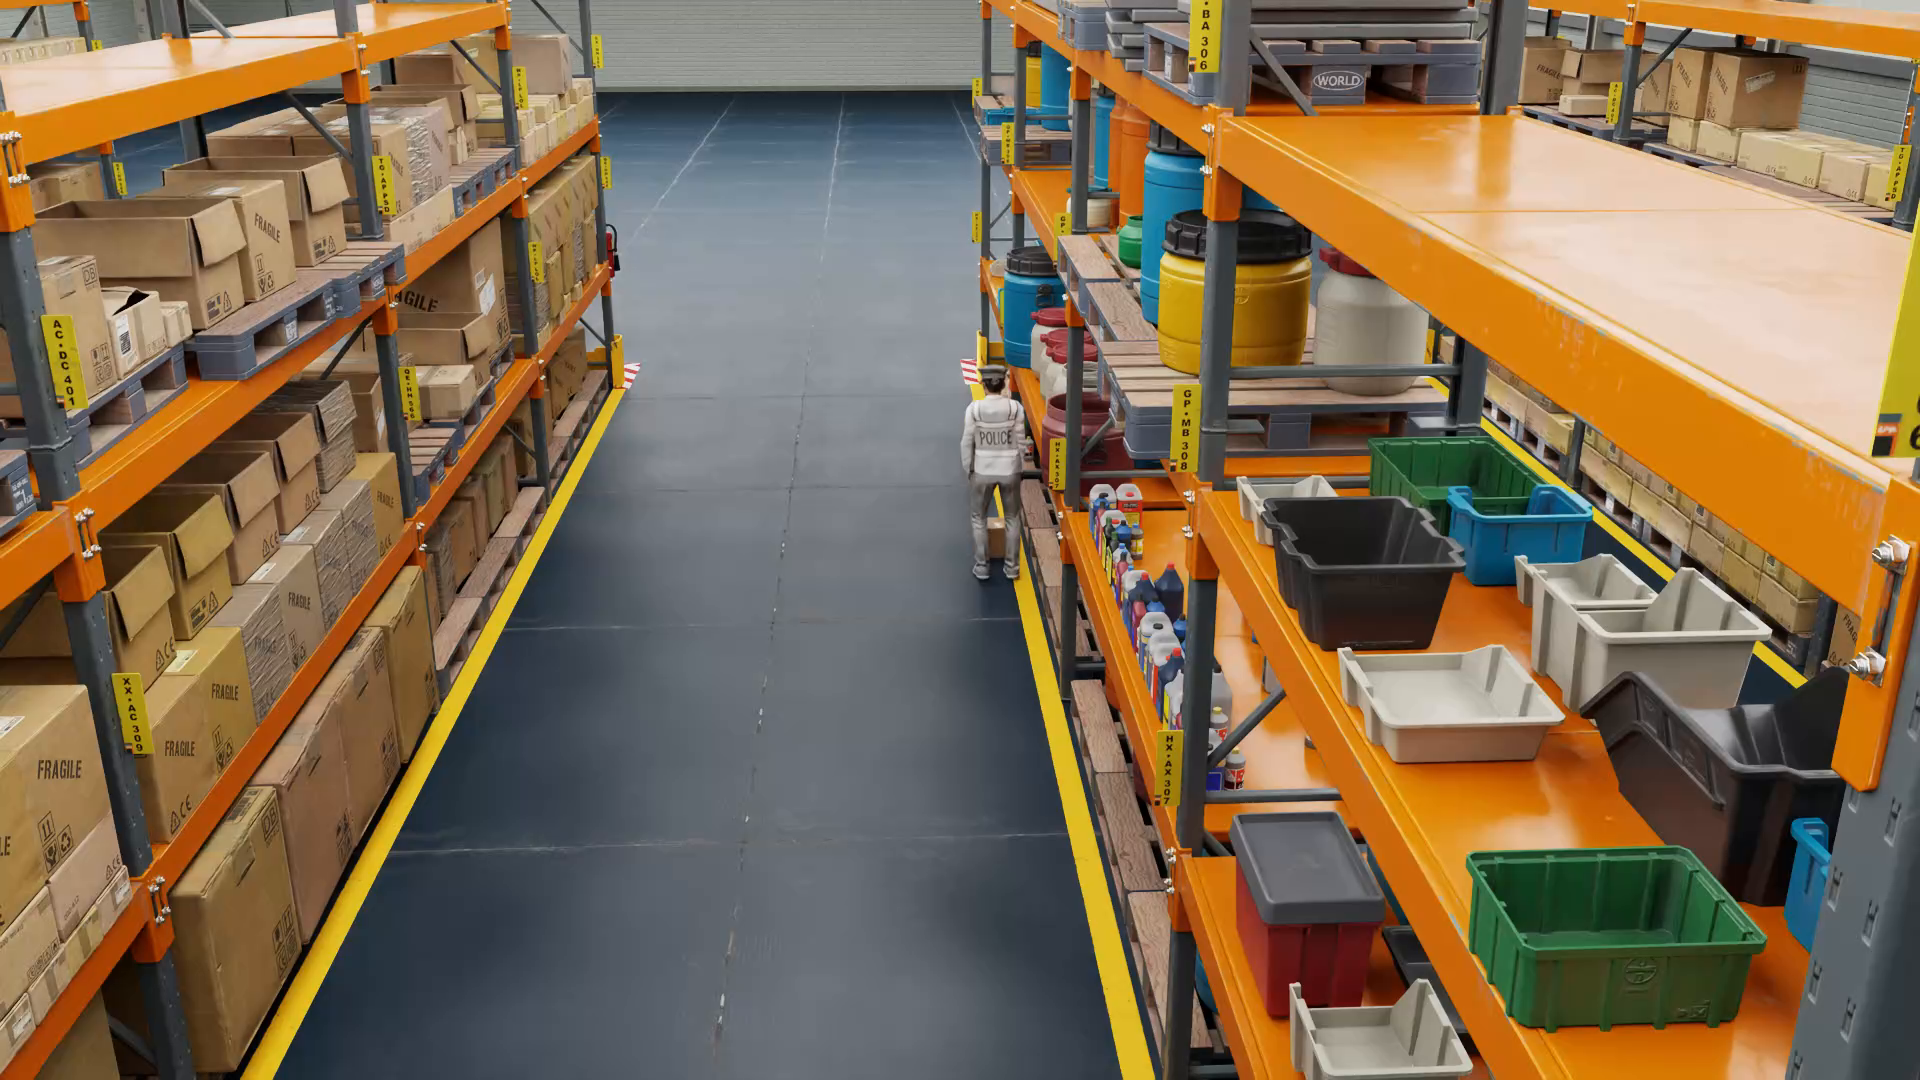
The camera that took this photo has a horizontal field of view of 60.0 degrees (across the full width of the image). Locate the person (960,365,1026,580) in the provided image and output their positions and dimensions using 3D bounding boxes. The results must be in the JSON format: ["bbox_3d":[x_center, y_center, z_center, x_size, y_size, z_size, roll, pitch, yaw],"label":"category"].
[{"bbox_3d":[0.248,-0.500,12.462,0.492,1.642,0.412,-1,21,-2],"label":"person"}]
